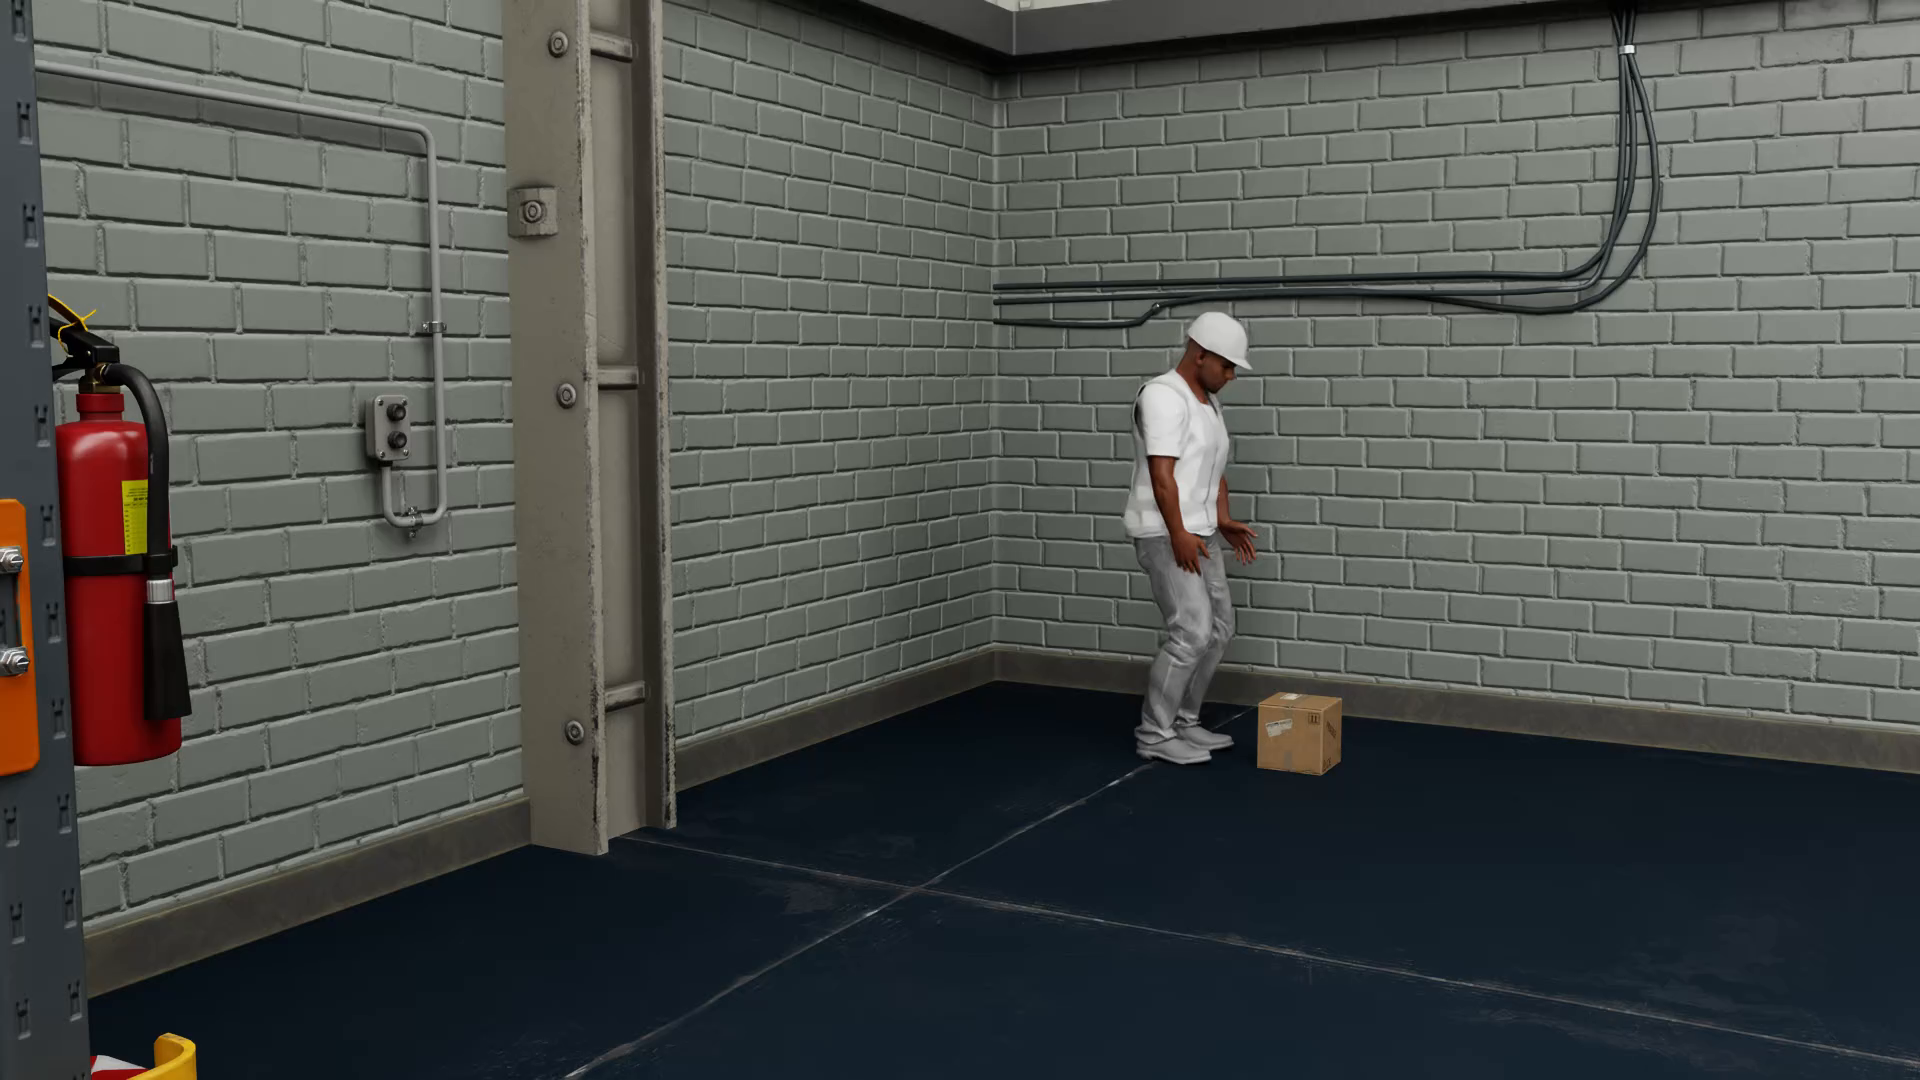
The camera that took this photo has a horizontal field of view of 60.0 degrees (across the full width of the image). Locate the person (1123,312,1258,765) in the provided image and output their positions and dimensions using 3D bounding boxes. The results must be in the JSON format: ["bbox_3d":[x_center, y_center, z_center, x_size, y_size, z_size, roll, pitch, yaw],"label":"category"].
[{"bbox_3d":[0.898,-0.019,6.460,0.453,1.717,0.591,3,7,30],"label":"person"}]
